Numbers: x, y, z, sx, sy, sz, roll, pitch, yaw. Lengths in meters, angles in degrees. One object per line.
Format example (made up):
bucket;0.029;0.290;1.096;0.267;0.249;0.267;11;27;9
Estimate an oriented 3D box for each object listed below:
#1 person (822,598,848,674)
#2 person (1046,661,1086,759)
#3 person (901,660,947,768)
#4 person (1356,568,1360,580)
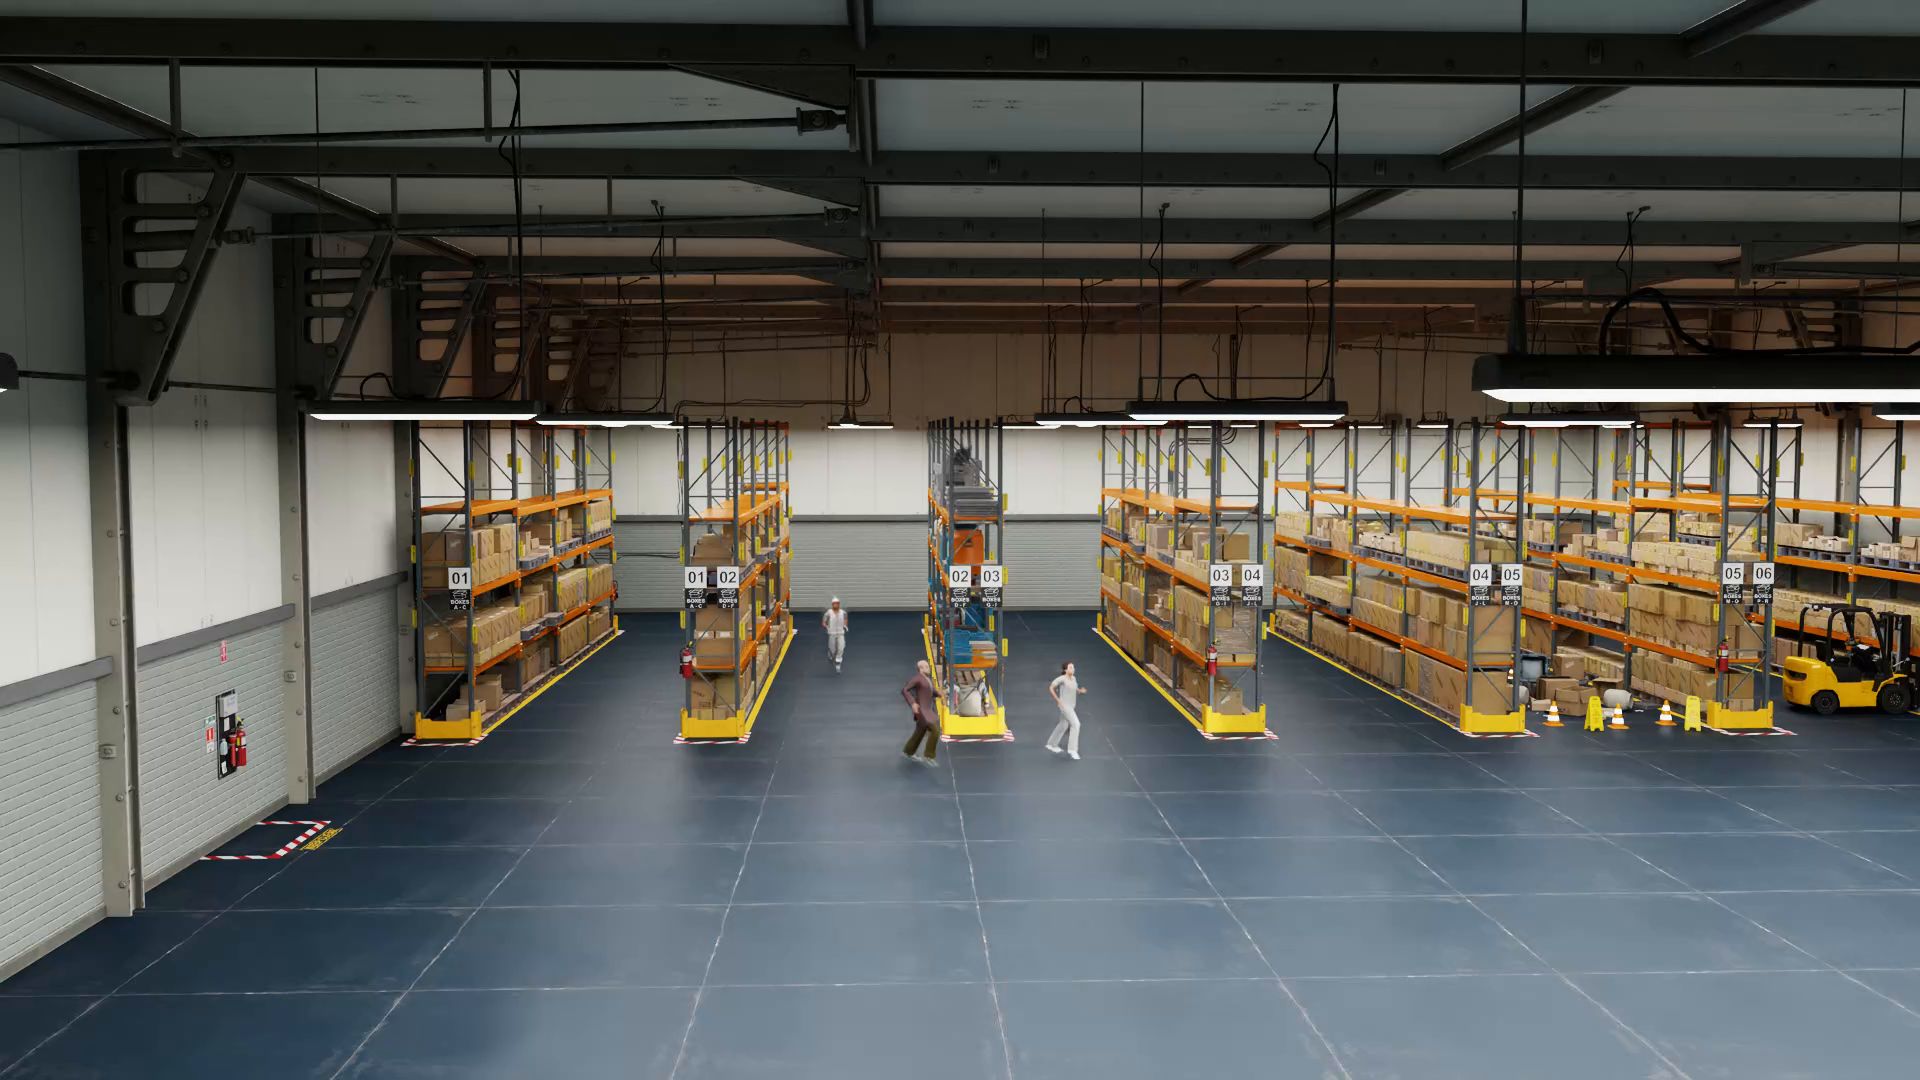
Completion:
person;-2.942;2.261;39.538;0.656;1.772;0.838;-1;4;-16
person;1.871;2.987;29.319;0.757;1.731;0.538;2;4;30
person;-0.628;2.981;28.462;0.838;1.849;0.669;1;4;14
person;11.681;1.678;49.238;0.608;1.681;0.683;0;4;5
